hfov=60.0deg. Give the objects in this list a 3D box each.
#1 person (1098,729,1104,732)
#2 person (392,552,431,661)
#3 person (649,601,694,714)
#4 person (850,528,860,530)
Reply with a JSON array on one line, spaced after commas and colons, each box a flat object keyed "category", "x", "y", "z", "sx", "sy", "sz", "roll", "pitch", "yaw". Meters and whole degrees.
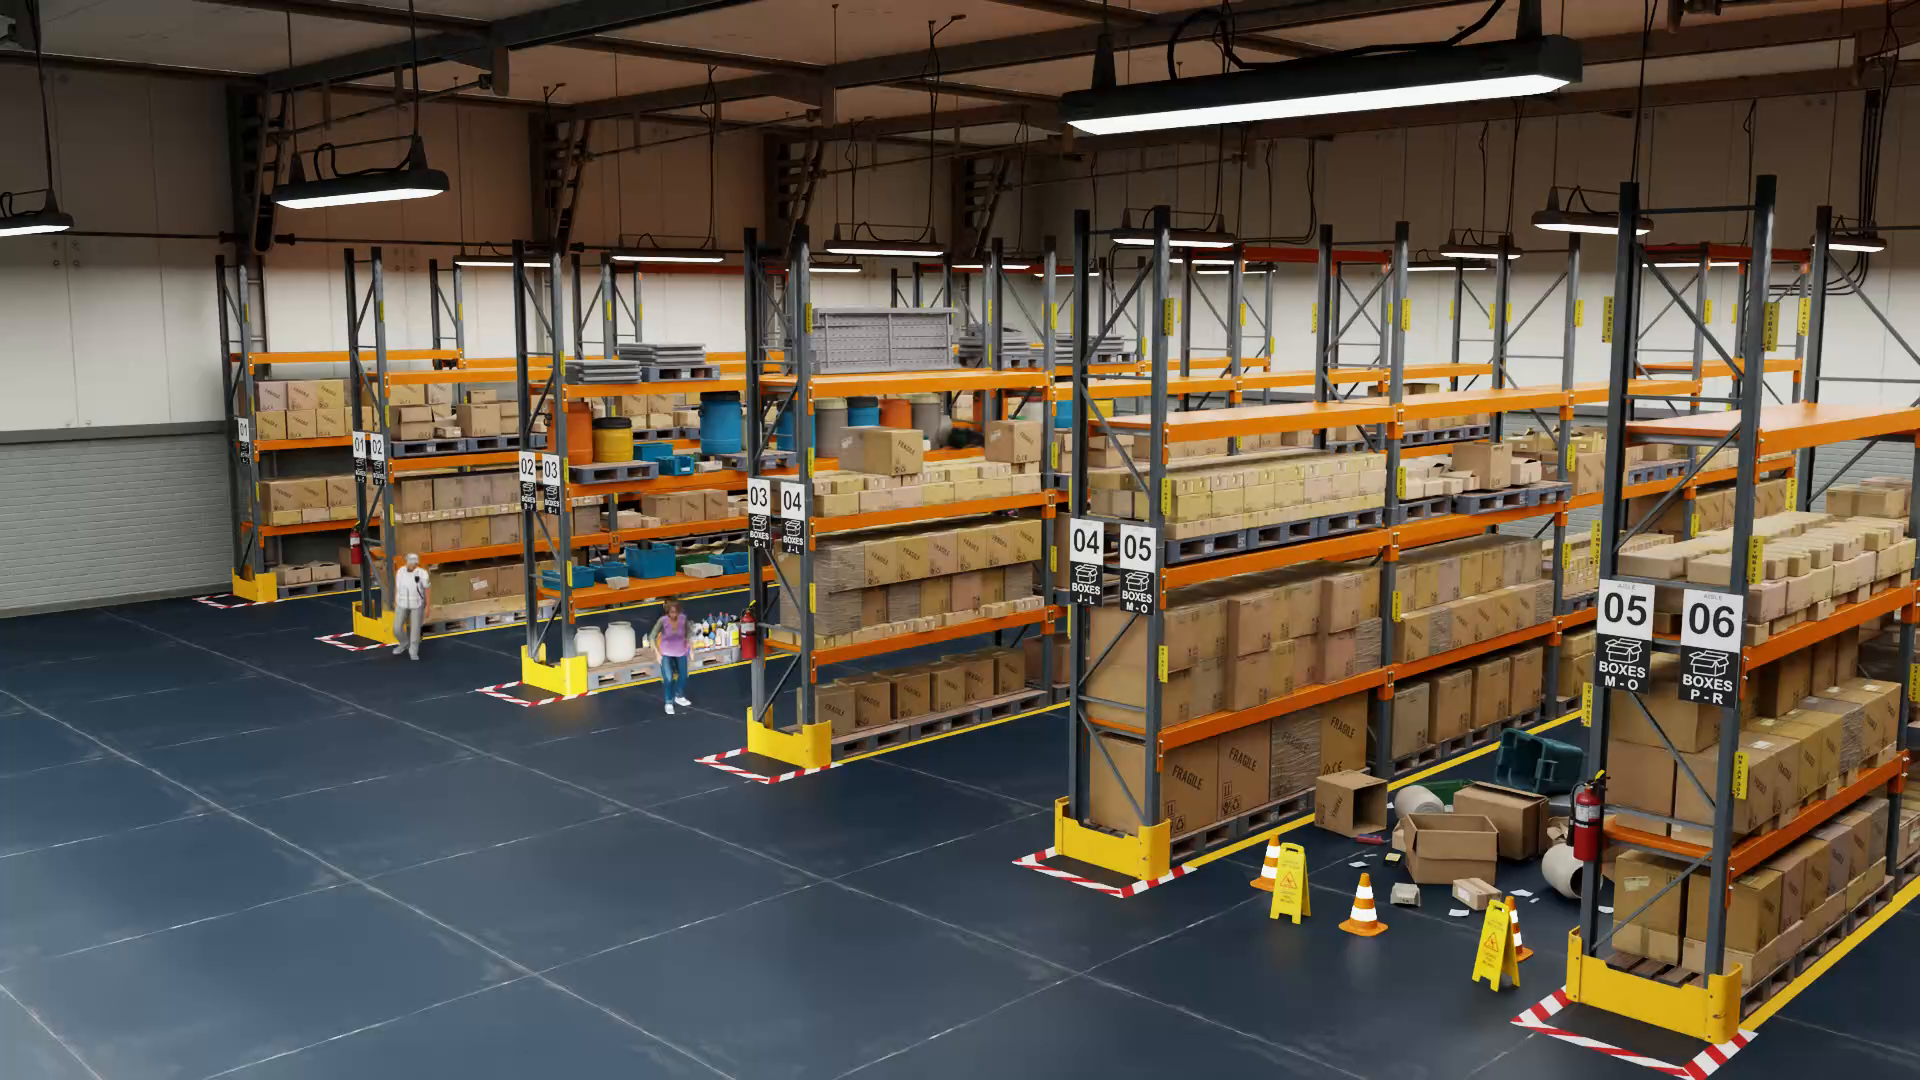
[{"category": "person", "x": 1.921, "y": 1.813, "z": 18.360, "sx": 1.028, "sy": 1.511, "sz": 0.573, "roll": -6, "pitch": 10, "yaw": -34}, {"category": "person", "x": -7.991, "y": 0.961, "z": 24.147, "sx": 0.649, "sy": 1.625, "sz": 0.607, "roll": -1, "pitch": 8, "yaw": -5}, {"category": "person", "x": -3.662, "y": 1.454, "z": 21.096, "sx": 0.578, "sy": 1.480, "sz": 0.736, "roll": -4, "pitch": 9, "yaw": -28}, {"category": "person", "x": -1.991, "y": -0.243, "z": 30.359, "sx": 0.702, "sy": 1.685, "sz": 0.745, "roll": 4, "pitch": 9, "yaw": 24}]
